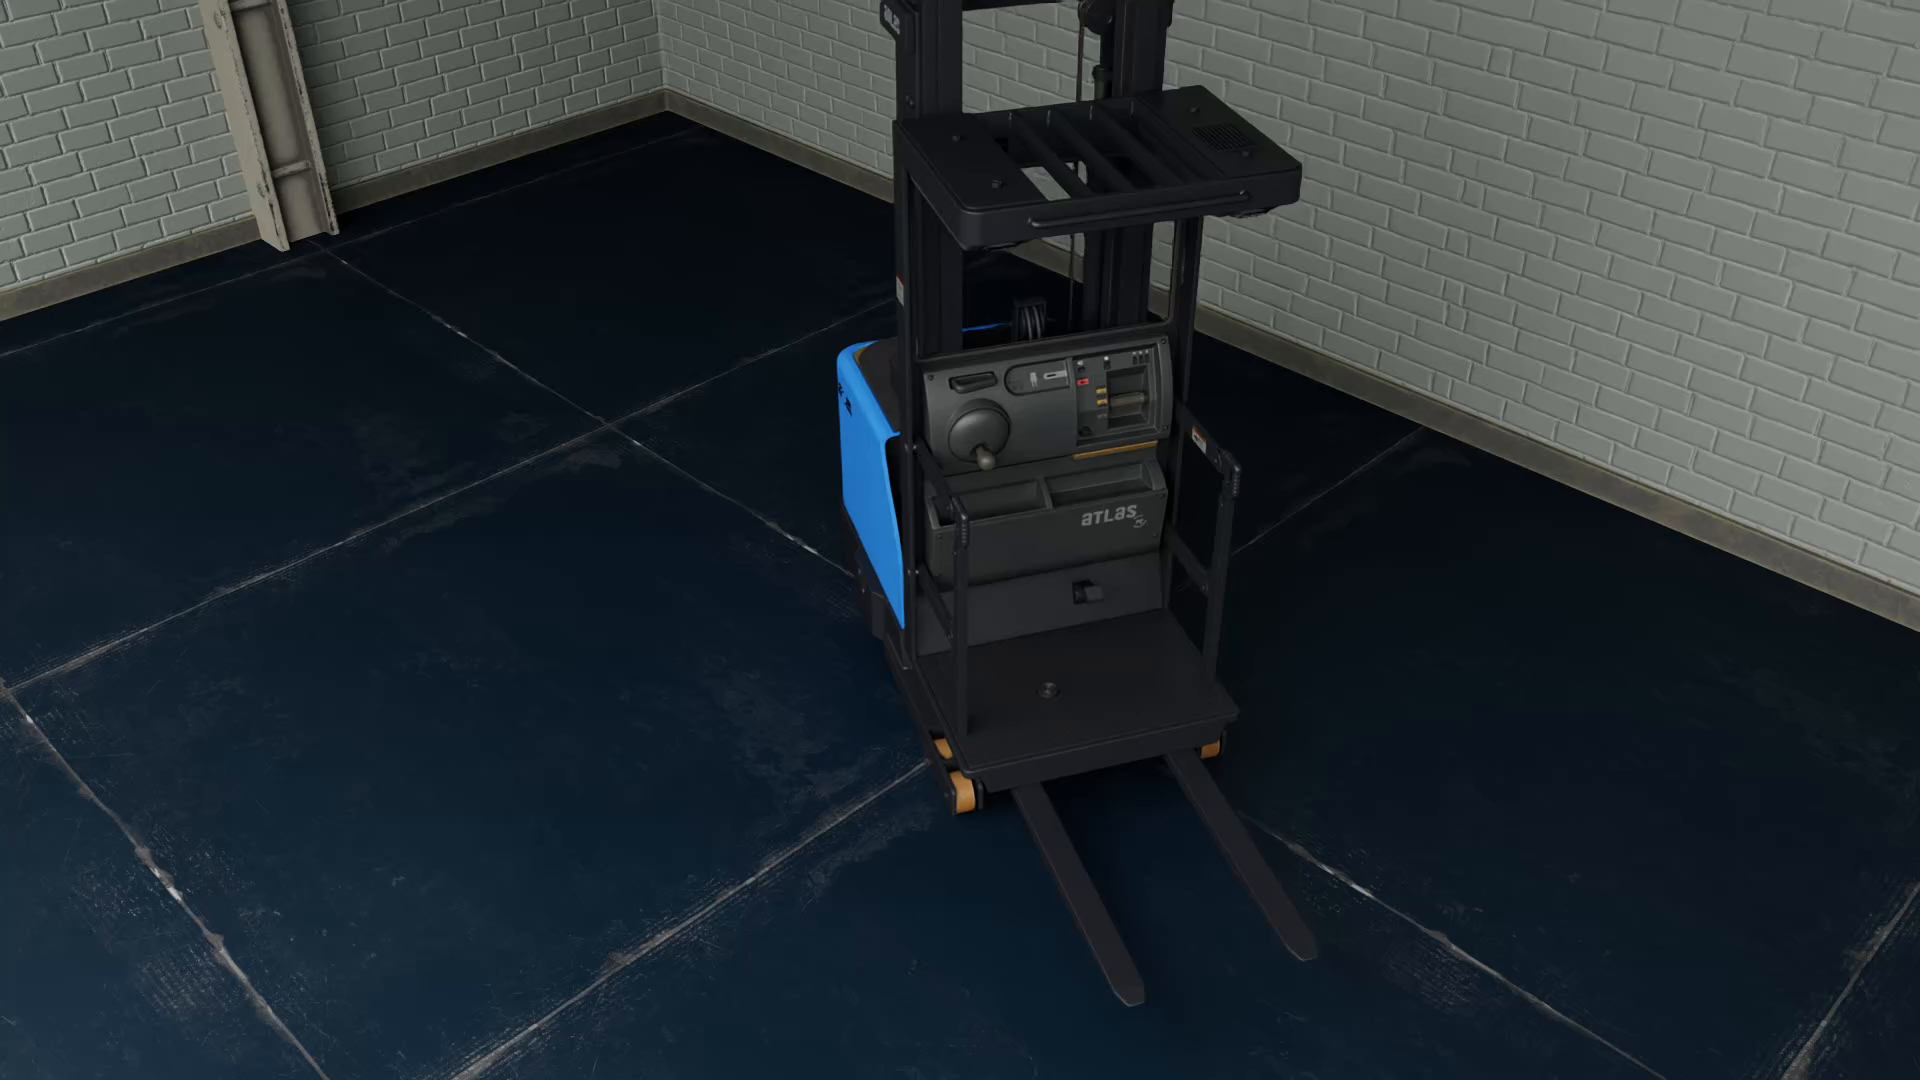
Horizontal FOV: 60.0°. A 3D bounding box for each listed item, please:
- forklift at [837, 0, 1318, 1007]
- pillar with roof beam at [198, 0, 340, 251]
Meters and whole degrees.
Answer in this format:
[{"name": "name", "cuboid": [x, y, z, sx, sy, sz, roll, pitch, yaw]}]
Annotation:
[{"name": "forklift", "cuboid": [0.392, -0.430, 5.804, 1.130, 2.935, 3.031, -10, 36, -14]}, {"name": "pillar with roof beam", "cuboid": [-1.120, -3.887, 5.456, 9.100, 9.000, 0.400, 30, 45, 35]}]
